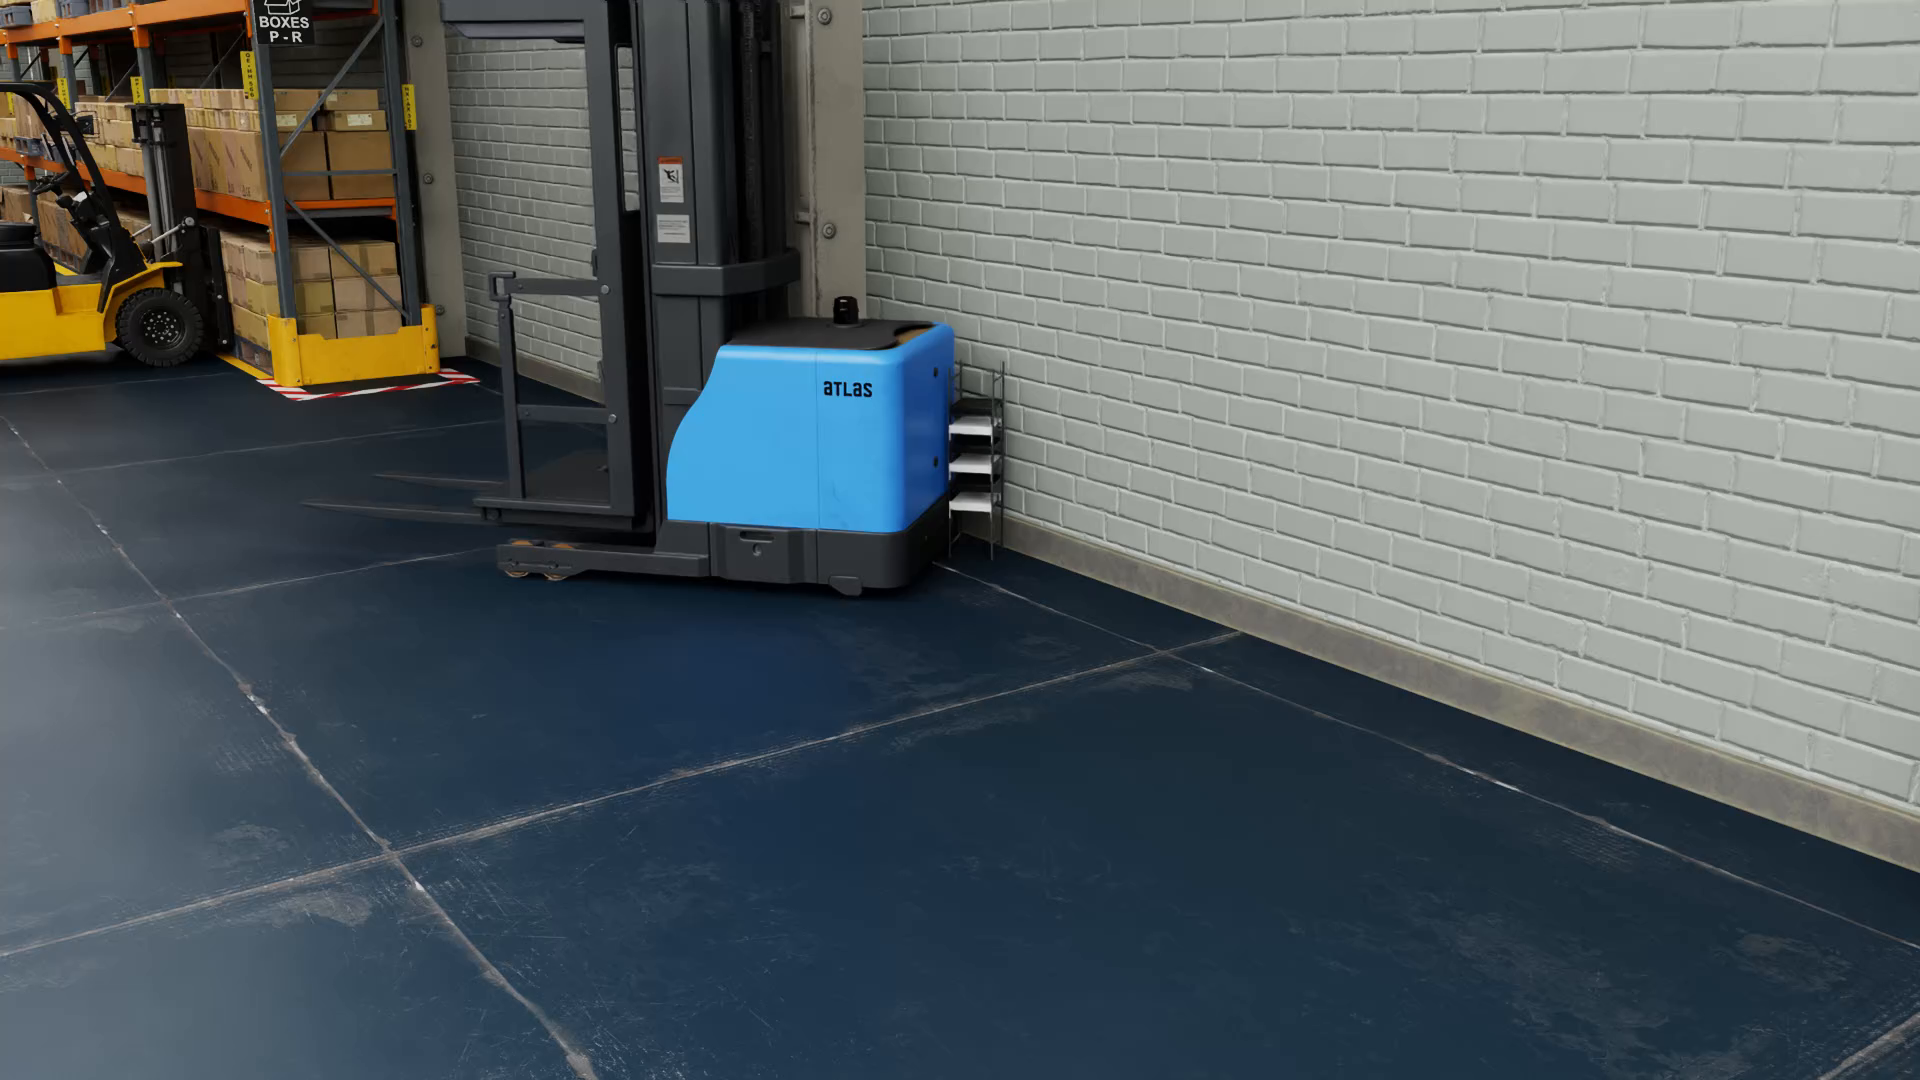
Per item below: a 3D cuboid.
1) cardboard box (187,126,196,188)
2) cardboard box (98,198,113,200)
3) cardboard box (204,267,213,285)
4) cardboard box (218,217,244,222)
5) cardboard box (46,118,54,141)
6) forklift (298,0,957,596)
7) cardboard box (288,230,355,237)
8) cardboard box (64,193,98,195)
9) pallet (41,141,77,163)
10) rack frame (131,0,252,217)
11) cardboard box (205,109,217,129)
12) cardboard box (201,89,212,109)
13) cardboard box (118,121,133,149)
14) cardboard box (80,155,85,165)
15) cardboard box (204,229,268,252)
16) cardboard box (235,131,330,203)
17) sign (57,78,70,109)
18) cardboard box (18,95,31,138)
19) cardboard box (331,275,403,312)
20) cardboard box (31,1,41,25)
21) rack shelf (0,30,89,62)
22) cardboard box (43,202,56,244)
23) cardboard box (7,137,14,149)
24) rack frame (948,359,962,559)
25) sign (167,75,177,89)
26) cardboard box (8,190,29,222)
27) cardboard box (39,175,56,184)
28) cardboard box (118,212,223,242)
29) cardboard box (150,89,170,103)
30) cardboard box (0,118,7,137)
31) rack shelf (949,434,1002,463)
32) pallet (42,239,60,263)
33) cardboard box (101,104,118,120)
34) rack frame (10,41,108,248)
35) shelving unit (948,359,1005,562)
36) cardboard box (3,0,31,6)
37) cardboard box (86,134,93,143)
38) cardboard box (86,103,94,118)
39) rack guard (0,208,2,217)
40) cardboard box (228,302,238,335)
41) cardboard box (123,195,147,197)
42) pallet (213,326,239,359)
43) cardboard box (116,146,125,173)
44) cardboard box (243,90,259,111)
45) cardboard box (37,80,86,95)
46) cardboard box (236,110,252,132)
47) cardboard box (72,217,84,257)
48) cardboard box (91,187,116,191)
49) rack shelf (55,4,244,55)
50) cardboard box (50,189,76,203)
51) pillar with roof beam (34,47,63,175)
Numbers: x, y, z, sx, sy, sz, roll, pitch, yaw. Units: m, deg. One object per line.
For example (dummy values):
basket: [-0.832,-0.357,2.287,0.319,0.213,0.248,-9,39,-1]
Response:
cardboard box: [-6.254,-3.243,14.053,0.500,0.500,0.500,-11,19,-35]
cardboard box: [-10.074,-3.893,19.329,0.380,0.149,0.250,-12,19,-36]
cardboard box: [-6.007,-2.188,13.856,0.500,0.250,0.500,-11,19,-35]
cardboard box: [-6.476,-2.830,15.253,0.500,0.250,0.500,-10,18,-33]
cardboard box: [-10.156,-4.706,19.077,0.500,0.250,0.500,-12,19,-37]
forklift: [-1.586,-1.362,7.500,3.031,2.935,1.130,4,16,13]
cardboard box: [-5.282,-2.398,13.673,0.500,0.250,0.500,-11,19,-35]
cardboard box: [-10.629,-4.124,20.174,0.380,0.149,0.250,-11,19,-34]
pallet: [-9.729,-4.442,18.987,1.213,0.211,1.003,-11,19,-35]
rack frame: [-6.922,-3.547,15.352,1.000,3.000,0.127,-11,19,-35]
cardboard box: [-5.775,-3.354,13.231,0.380,0.149,0.250,-11,19,-34]
cardboard box: [-5.783,-3.498,13.192,0.380,0.149,0.250,-10,18,-33]
cardboard box: [-7.726,-3.889,15.941,0.500,0.250,0.500,-11,19,-36]
cardboard box: [-9.211,-4.196,18.008,0.500,0.250,0.500,-11,19,-34]
cardboard box: [-5.995,-2.425,13.772,0.500,0.250,0.500,-11,19,-36]
cardboard box: [-5.072,-2.805,12.453,0.500,0.500,0.500,-11,19,-36]
sign: [-9.707,-4.835,18.015,0.100,0.325,0.005,-11,19,-35]
cardboard box: [-11.218,-5.257,20.616,0.700,0.500,0.500,-11,19,-34]
cardboard box: [-4.679,-1.942,12.957,0.500,0.250,0.500,-10,18,-34]
cardboard box: [-10.362,-6.061,19.141,0.500,0.250,0.500,-11,19,-35]
rack shelf: [-12.802,-6.782,22.853,1.077,0.370,4.000,-11,19,-35]
cardboard box: [-11.202,-4.001,20.953,0.500,0.500,0.500,-11,19,-35]
cardboard box: [-12.666,-5.377,22.515,0.380,0.149,0.250,-11,19,-35]
rack frame: [-0.022,-0.377,7.747,0.006,0.900,0.240,4,15,13]
sign: [-8.827,-5.046,18.637,0.100,0.325,0.005,-11,19,-35]
cardboard box: [-12.994,-4.644,23.300,0.500,0.500,0.500,-10,18,-34]
cardboard box: [-11.581,-4.600,21.347,0.380,0.149,0.250,-11,19,-35]
cardboard box: [-8.132,-3.041,17.206,0.875,0.625,0.625,-12,19,-37]
cardboard box: [-6.975,-3.937,14.797,0.380,0.149,0.250,-10,18,-33]
cardboard box: [-12.712,-5.610,22.612,0.500,0.250,0.500,-11,19,-35]
rack shelf: [0.076,-0.426,7.709,0.200,0.077,0.258,4,15,13]
pallet: [-11.117,-3.742,21.348,1.003,0.211,1.213,-11,19,-35]
cardboard box: [-8.296,-4.259,16.537,0.380,0.149,0.250,-11,19,-36]
rack frame: [-11.626,-5.255,21.593,1.000,3.000,0.127,-11,19,-35]
shelving unit: [0.076,-0.371,7.724,0.210,0.900,0.258,4,15,13]
cardboard box: [-11.340,-6.539,20.094,0.380,0.149,0.250,-11,19,-34]
cardboard box: [-8.917,-4.330,17.550,0.500,0.250,0.500,-10,18,-33]
cardboard box: [-8.995,-4.540,17.565,0.380,0.149,0.250,-10,18,-33]
rack guard: [-13.933,-4.887,24.985,1.175,0.500,0.348,-11,19,-35]
cardboard box: [-5.673,-1.836,13.515,0.500,0.250,0.500,-11,19,-34]
cardboard box: [-9.759,-4.044,19.881,0.380,0.149,0.250,-12,19,-37]
pallet: [-5.767,-1.765,14.123,1.003,0.211,1.213,-11,19,-35]
cardboard box: [-7.997,-3.758,16.410,0.500,0.250,0.500,-11,19,-34]
cardboard box: [-5.121,-3.289,12.428,0.380,0.149,0.250,-11,19,-34]
cardboard box: [-12.286,-6.047,22.788,0.500,0.500,0.500,-11,19,-36]
cardboard box: [-5.175,-3.134,12.426,0.380,0.149,0.250,-11,18,-34]
cardboard box: [-9.982,-3.563,19.352,0.500,0.500,0.500,-11,19,-35]
cardboard box: [-11.017,-4.475,21.456,0.380,0.149,0.250,-11,19,-35]
rack shelf: [-8.098,-5.073,16.611,1.077,0.370,4.000,-11,19,-35]
cardboard box: [-11.244,-4.347,20.986,0.380,0.149,0.250,-12,19,-37]
pillar with roof beam: [-18.316,-9.050,24.096,9.100,9.000,0.400,-11,19,-35]
